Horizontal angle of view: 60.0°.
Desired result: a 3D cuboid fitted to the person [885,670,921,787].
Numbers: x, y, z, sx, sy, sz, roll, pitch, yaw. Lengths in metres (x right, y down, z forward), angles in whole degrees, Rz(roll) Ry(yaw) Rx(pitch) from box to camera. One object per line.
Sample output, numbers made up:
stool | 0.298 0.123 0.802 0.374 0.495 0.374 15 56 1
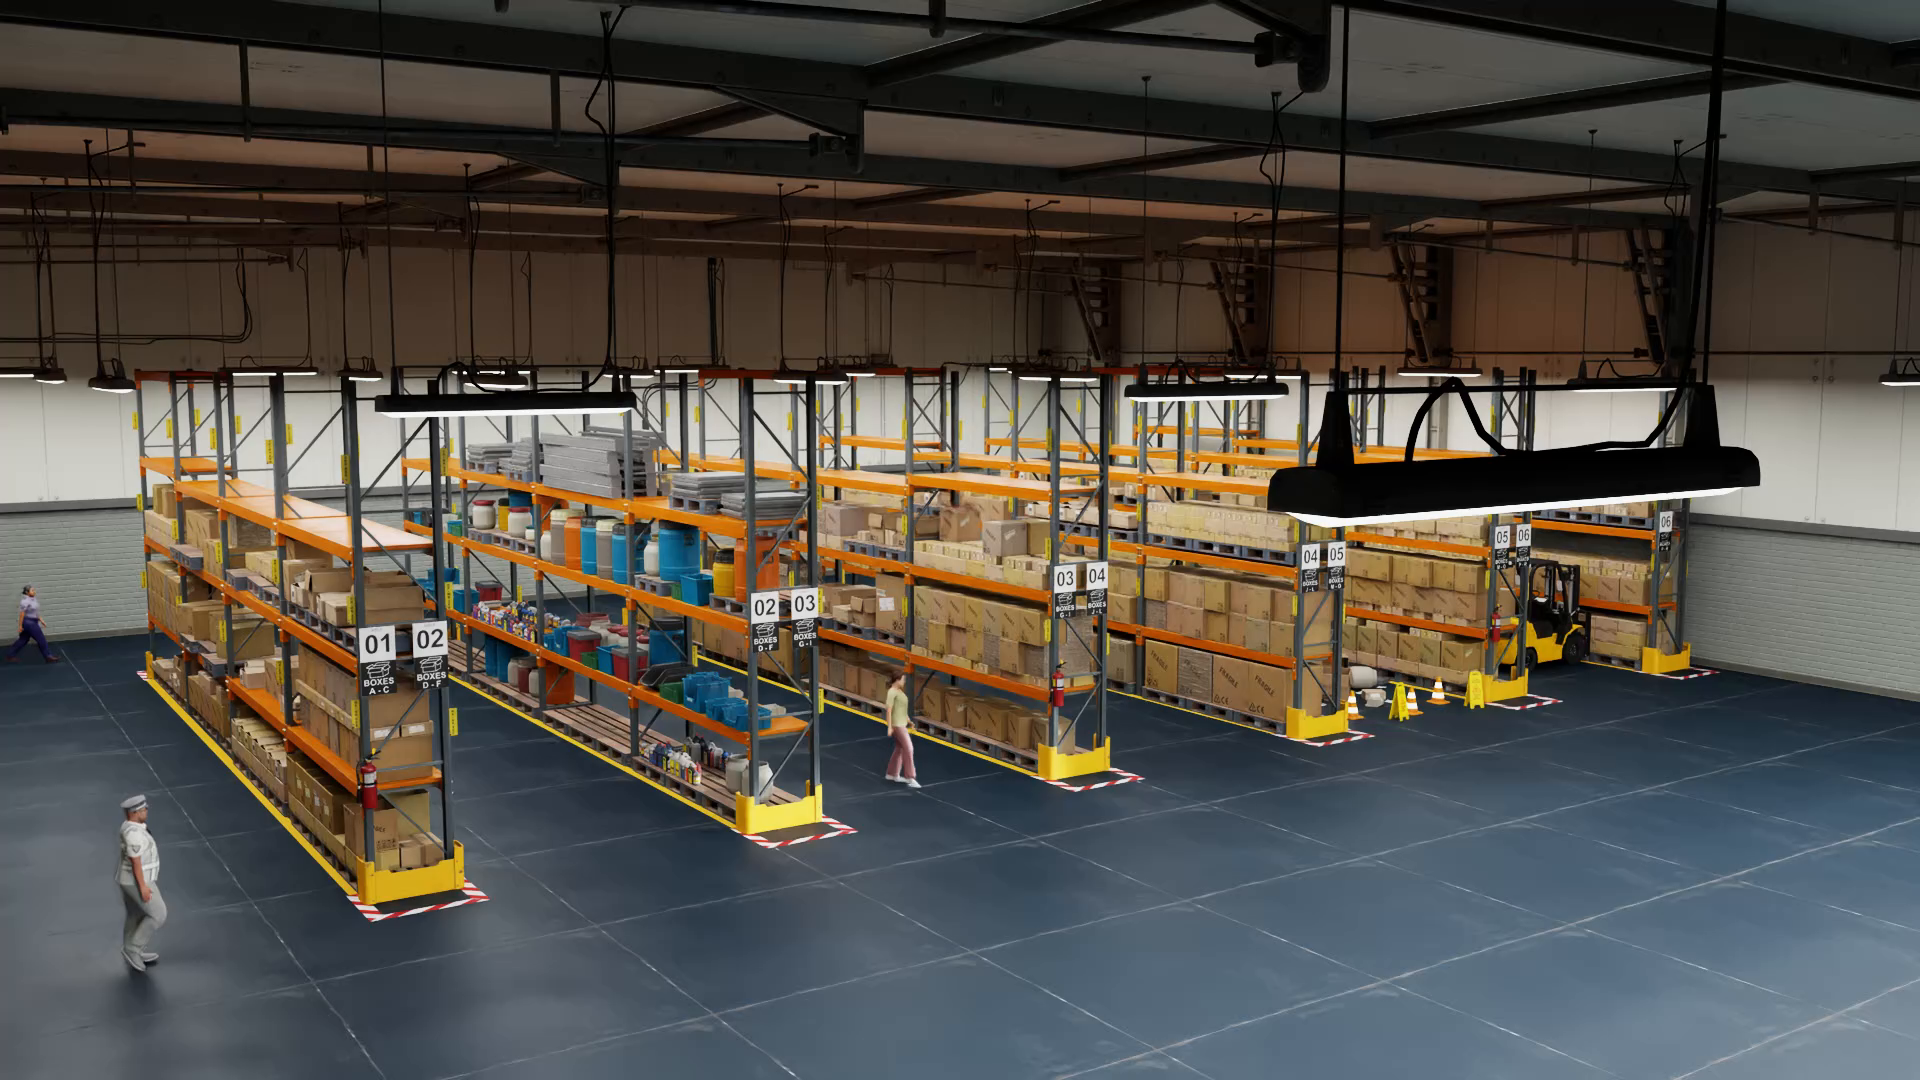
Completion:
person | -0.825 2.765 24.447 0.591 1.720 0.470 1 7 10

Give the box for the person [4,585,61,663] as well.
person | -18.930 1.806 33.886 1.032 1.407 0.467 -3 7 -25

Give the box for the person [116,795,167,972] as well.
person | -8.461 3.519 17.144 0.439 1.788 0.571 -4 8 -32
